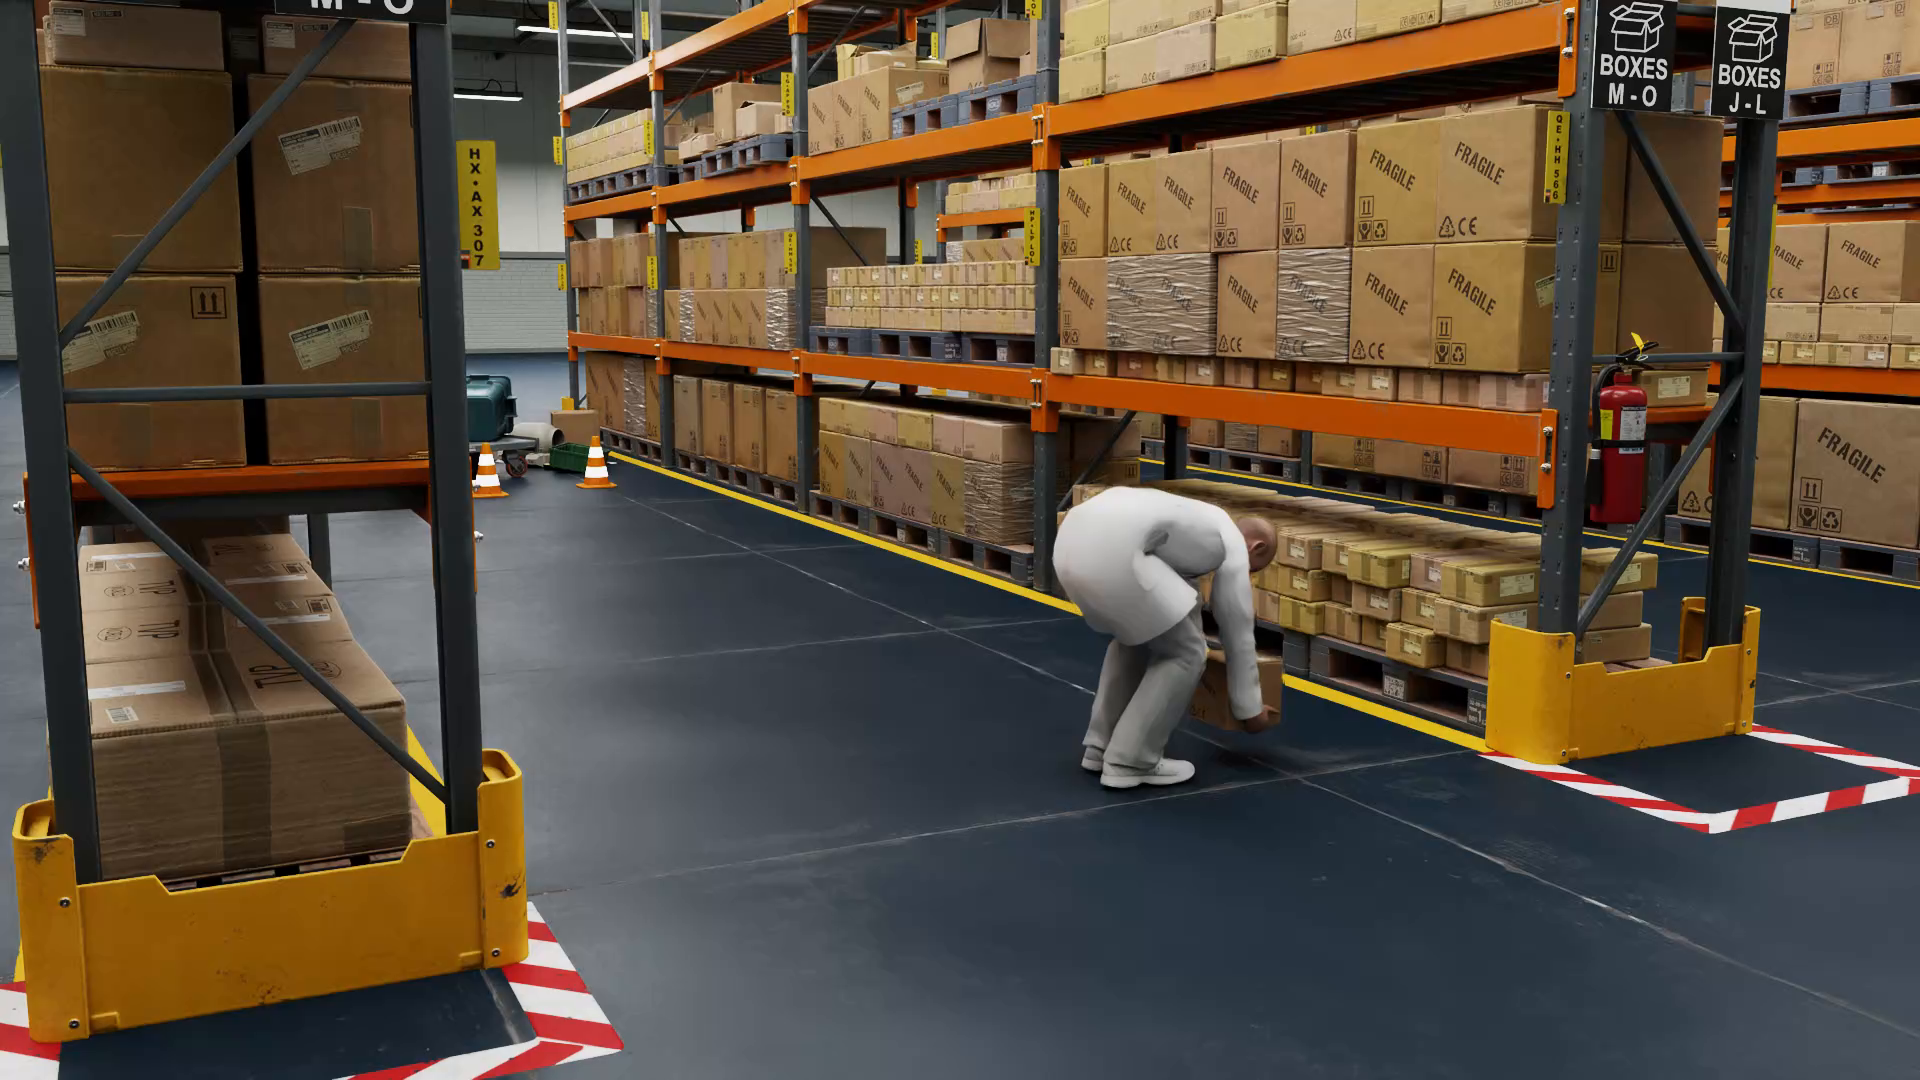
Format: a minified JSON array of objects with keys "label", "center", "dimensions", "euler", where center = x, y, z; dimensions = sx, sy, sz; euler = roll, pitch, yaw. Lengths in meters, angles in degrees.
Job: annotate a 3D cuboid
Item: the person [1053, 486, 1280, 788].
[{"label":"person","center":[3.065,-0.845,14.091],"dimensions":[12.725,1.066,12.466],"euler":[-5,10,-29]}]
